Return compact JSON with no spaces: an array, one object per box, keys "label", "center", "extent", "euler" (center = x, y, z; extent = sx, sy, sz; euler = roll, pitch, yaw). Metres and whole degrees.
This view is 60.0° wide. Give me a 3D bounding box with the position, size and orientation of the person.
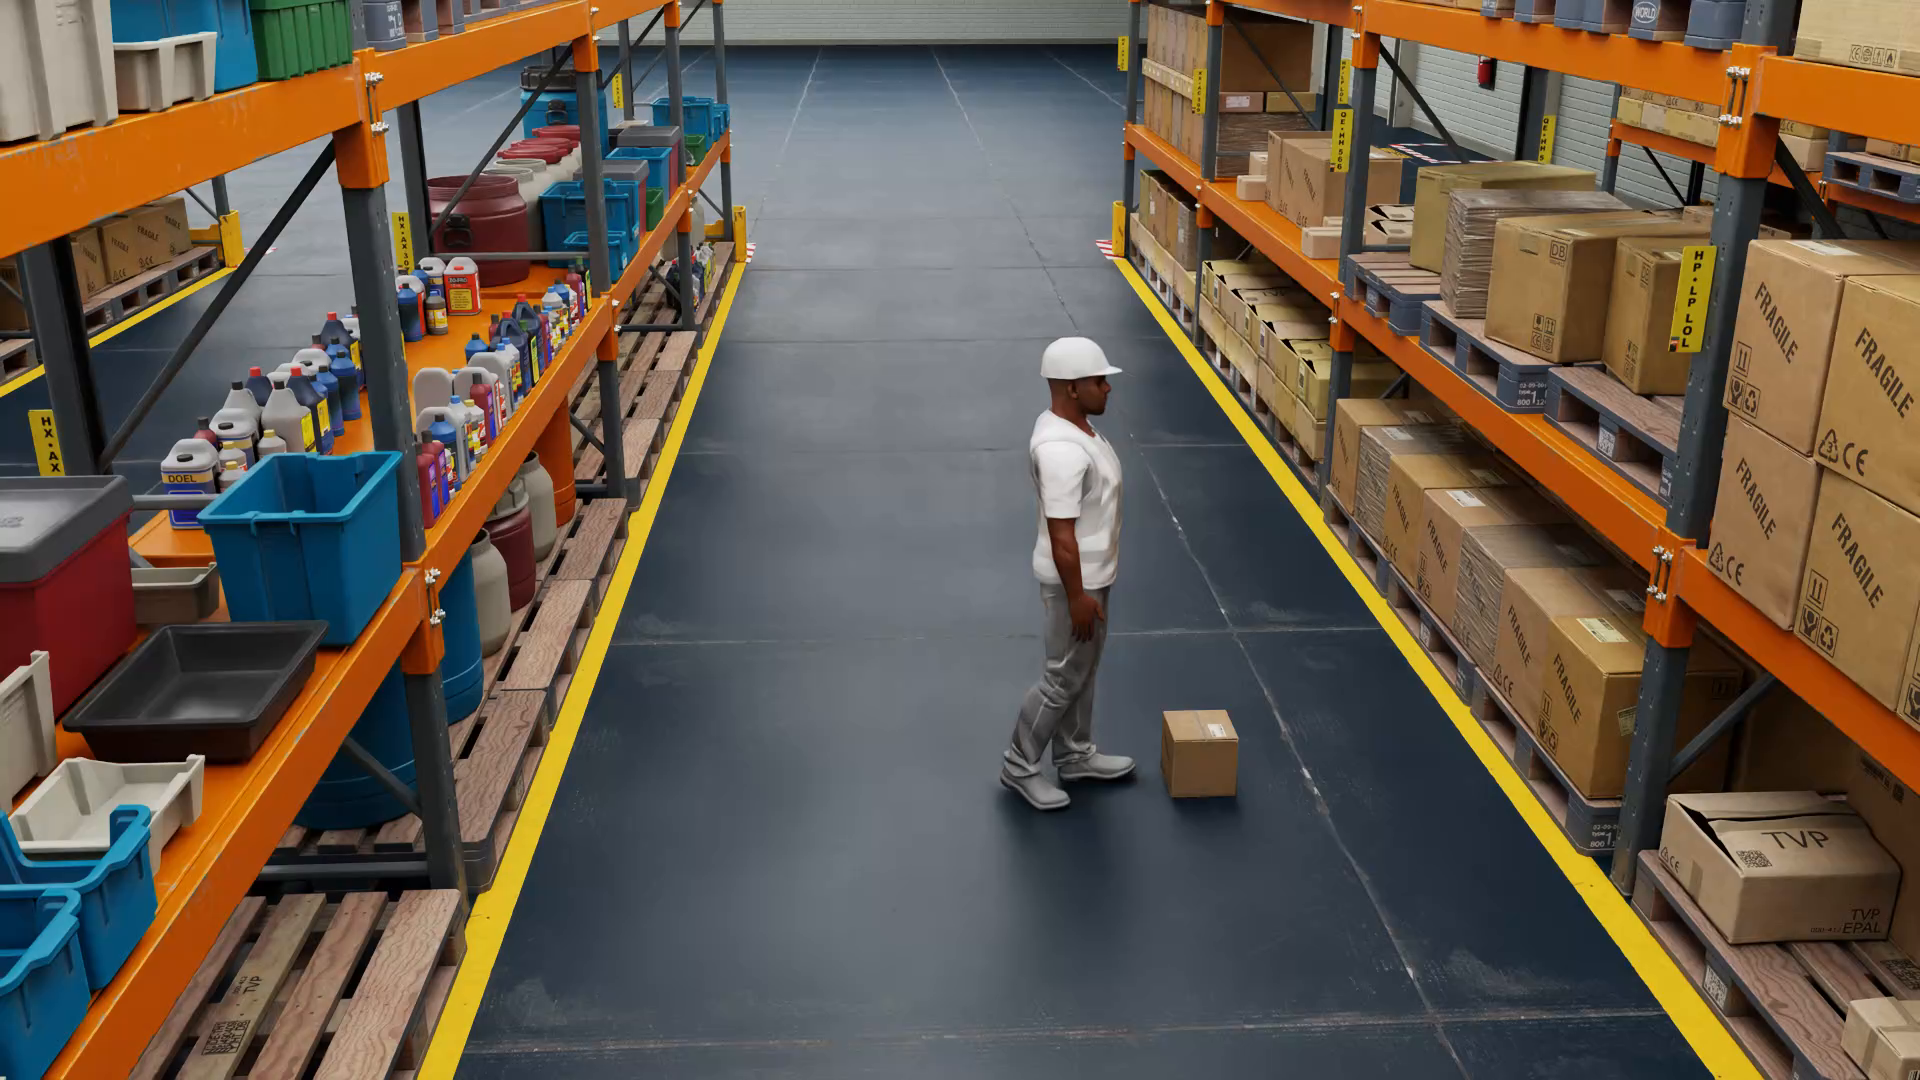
[{"label":"person","center":[0.421,0.124,6.182],"extent":[0.513,1.769,0.601],"euler":[3,20,7]}]
